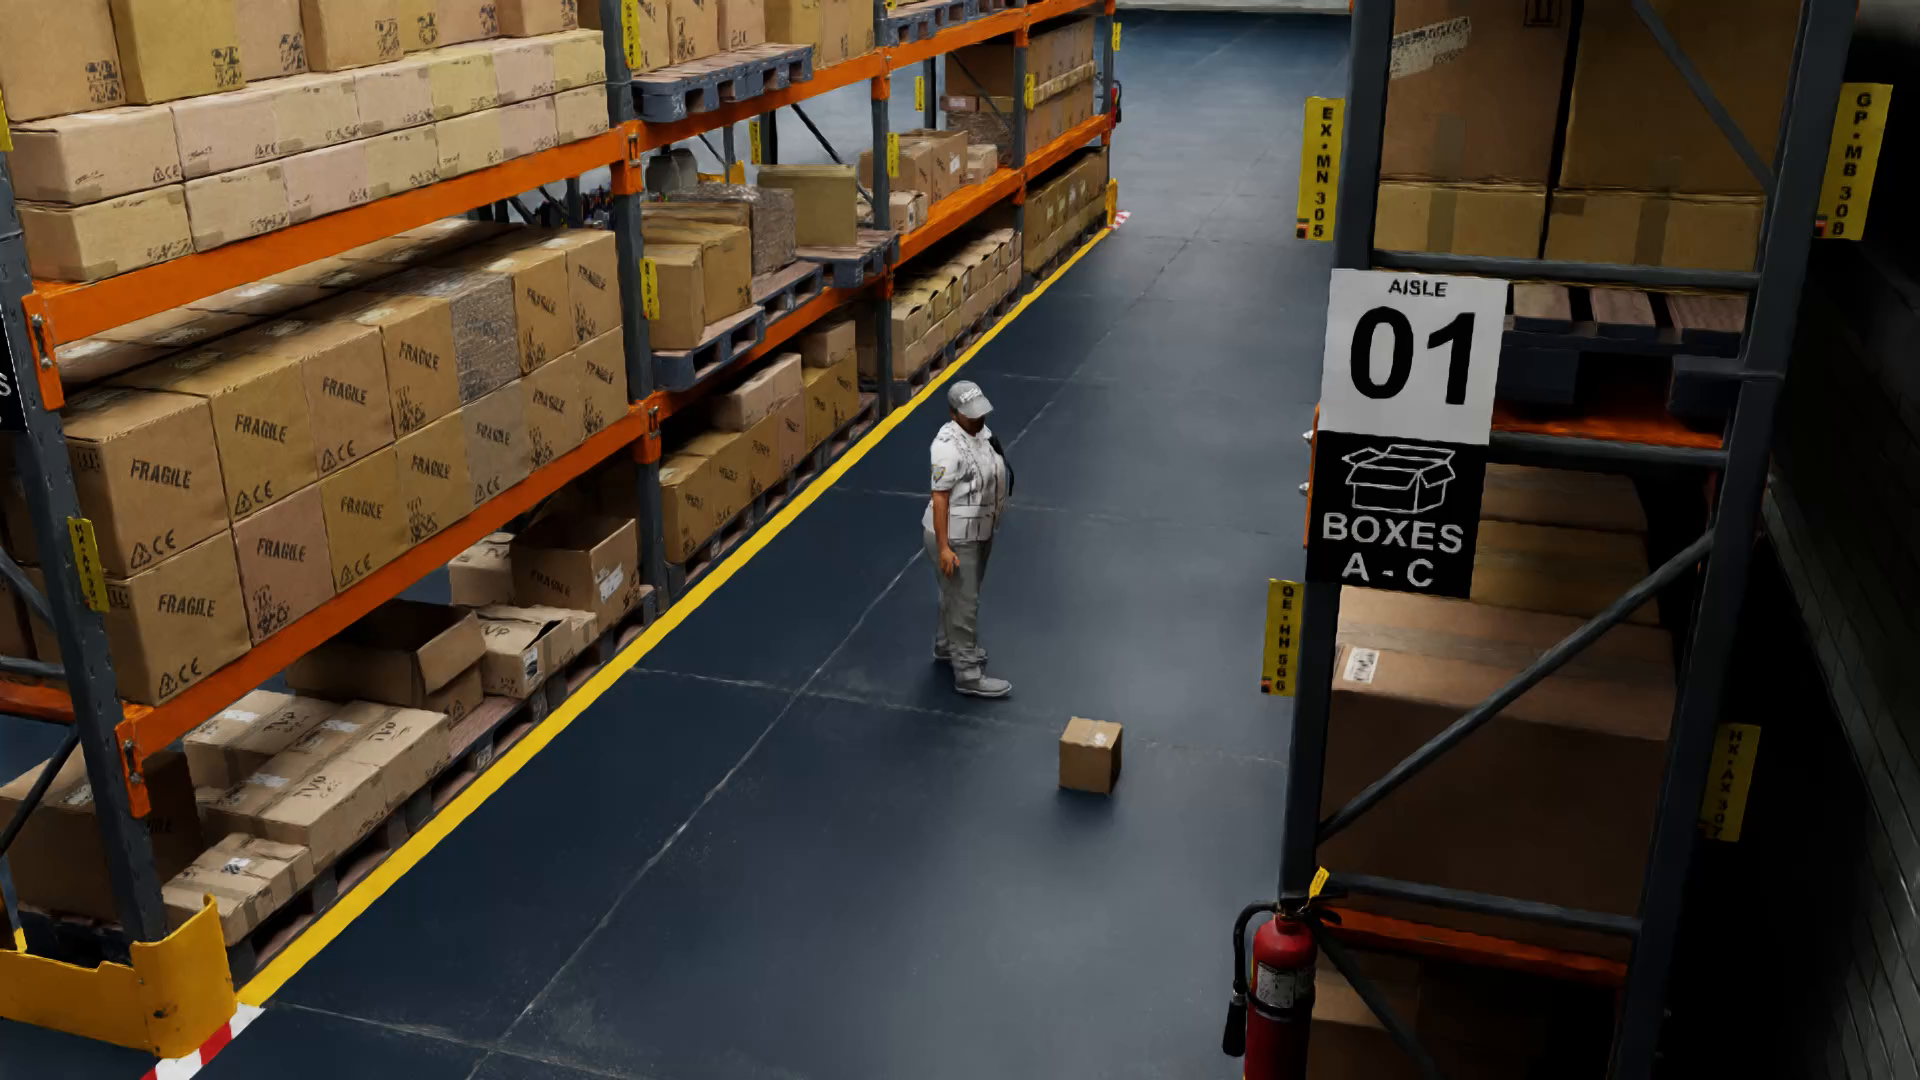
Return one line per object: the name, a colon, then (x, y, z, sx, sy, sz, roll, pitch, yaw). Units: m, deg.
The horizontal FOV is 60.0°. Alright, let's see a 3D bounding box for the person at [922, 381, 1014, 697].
person: (0.042, -0.021, 8.606, 0.559, 1.655, 0.600, 10, 24, 24)
